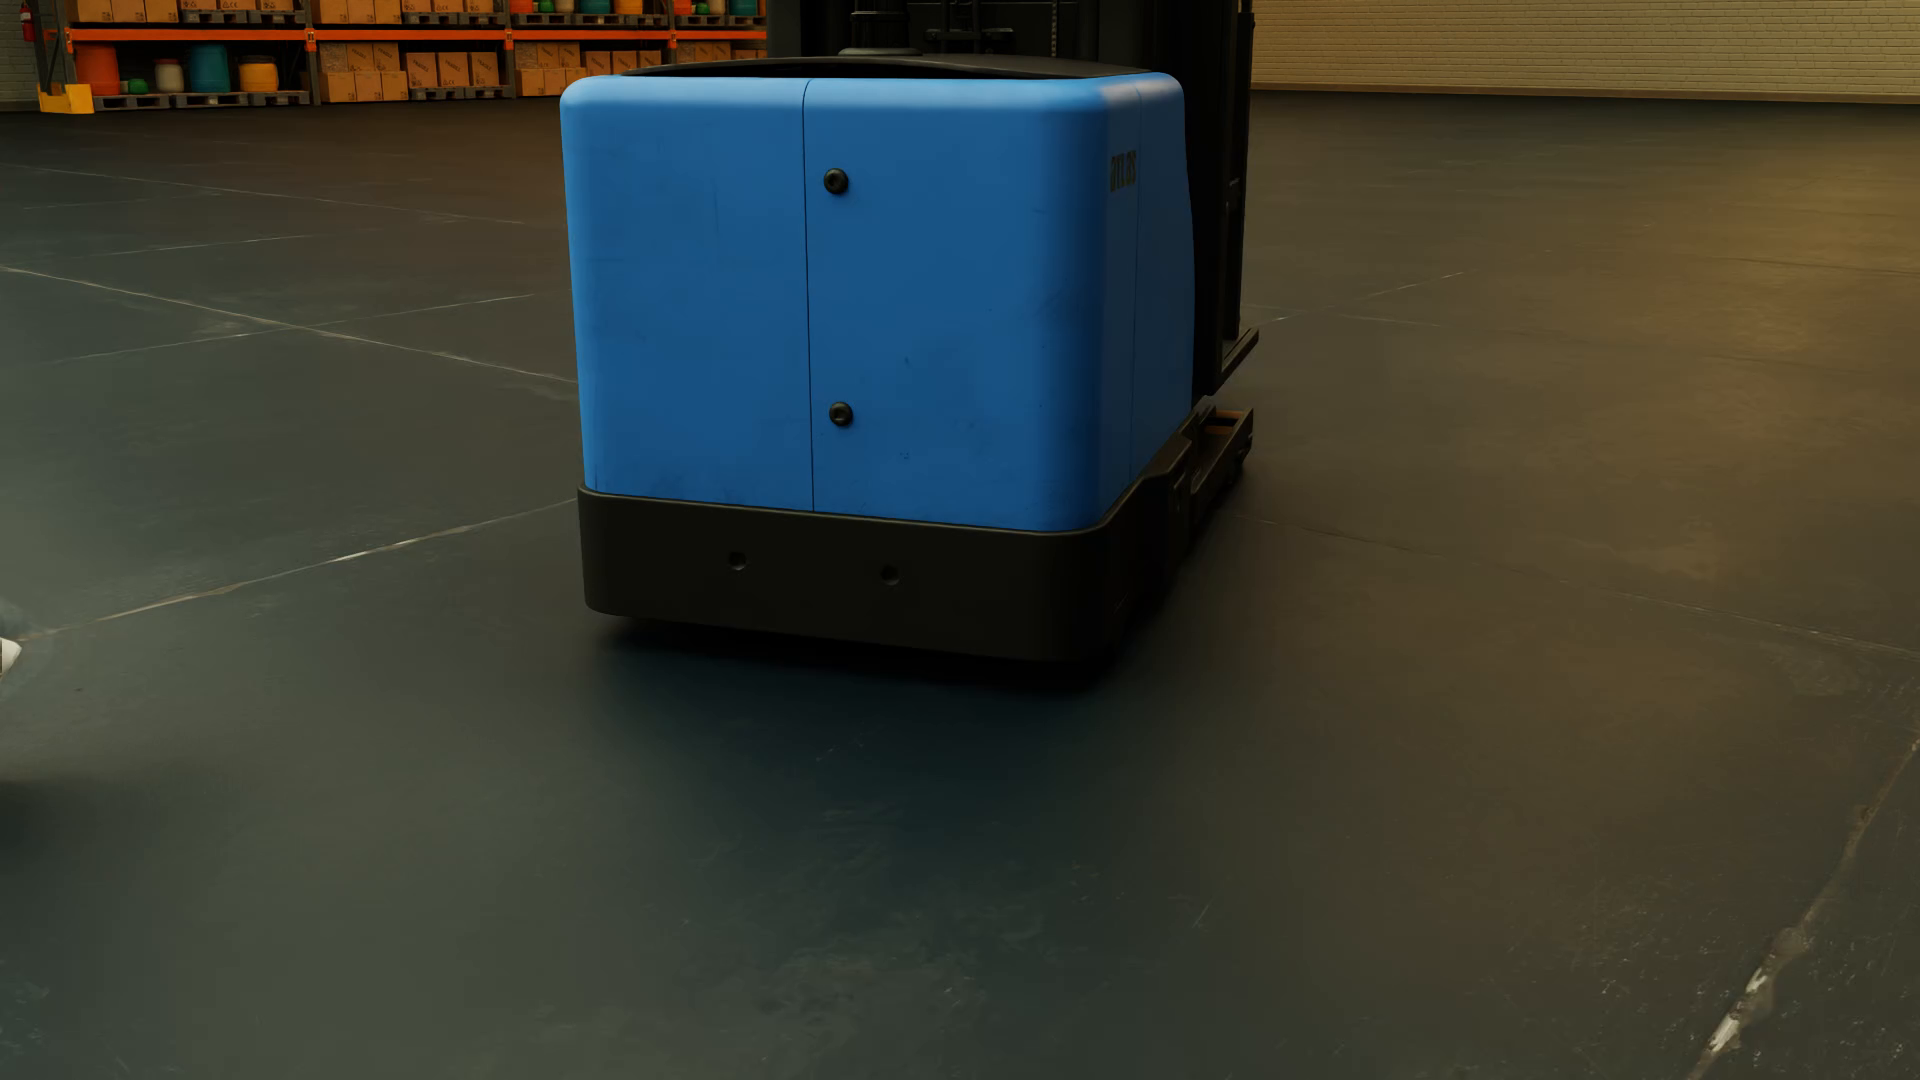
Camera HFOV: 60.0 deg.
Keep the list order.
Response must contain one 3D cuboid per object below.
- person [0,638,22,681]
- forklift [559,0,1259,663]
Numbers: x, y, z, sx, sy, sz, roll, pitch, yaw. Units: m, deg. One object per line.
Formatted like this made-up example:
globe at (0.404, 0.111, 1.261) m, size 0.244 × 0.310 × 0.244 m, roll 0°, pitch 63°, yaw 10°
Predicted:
person at (-1.575, -0.340, 2.243) m, size 0.463 × 1.644 × 0.670 m, roll -12°, pitch 21°, yaw -34°
forklift at (0.182, -1.571, 4.072) m, size 1.130 × 2.935 × 3.031 m, roll 5°, pitch 18°, yaw 17°
